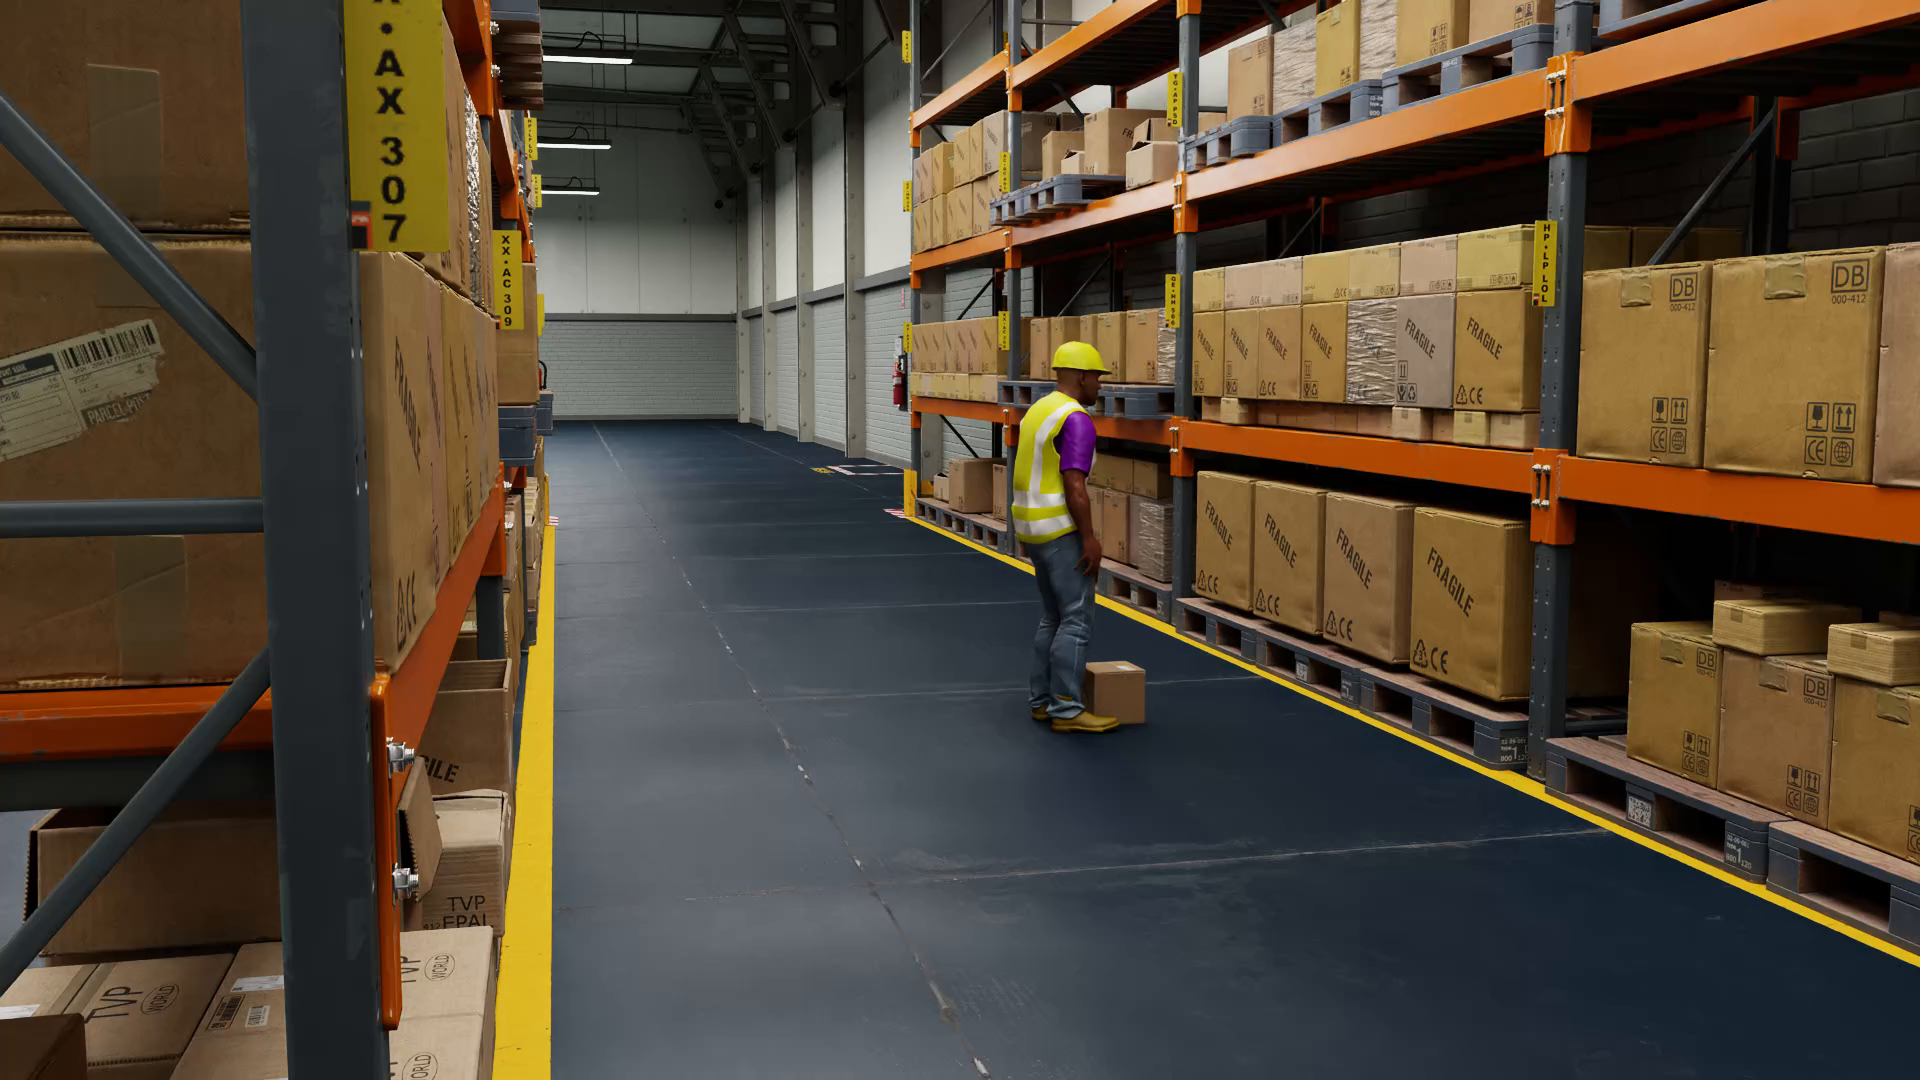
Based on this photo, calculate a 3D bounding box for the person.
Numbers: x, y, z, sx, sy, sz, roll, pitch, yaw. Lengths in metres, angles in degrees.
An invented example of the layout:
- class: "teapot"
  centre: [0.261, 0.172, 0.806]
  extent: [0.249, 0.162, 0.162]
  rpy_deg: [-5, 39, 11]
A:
- class: "person"
  centre: [0.485, -0.027, 7.633]
  extent: [0.460, 1.759, 0.629]
  rpy_deg: [-2, 6, -17]
